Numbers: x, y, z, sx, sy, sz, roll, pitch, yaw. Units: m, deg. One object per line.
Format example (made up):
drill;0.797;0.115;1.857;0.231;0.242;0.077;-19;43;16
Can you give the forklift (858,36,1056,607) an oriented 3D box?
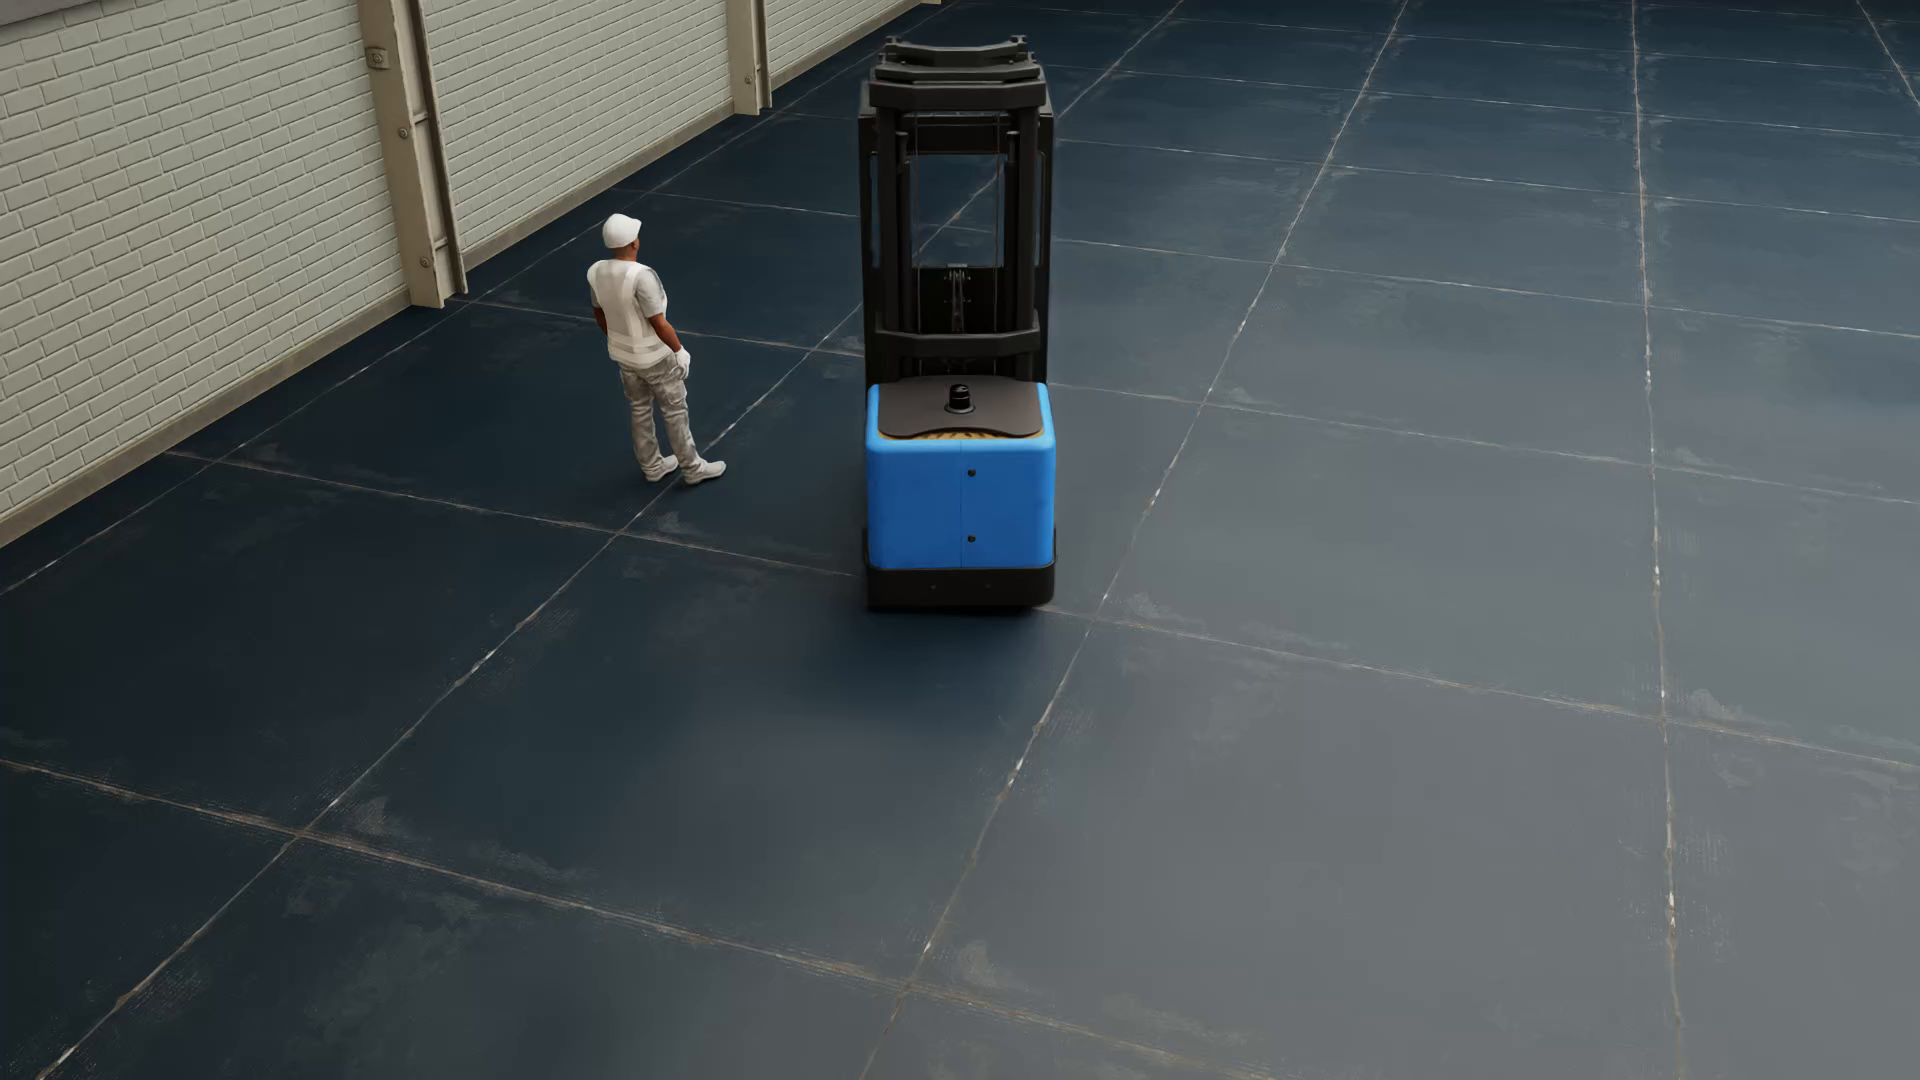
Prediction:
forklift;-0.030;-1.592;9.929;1.130;2.935;3.031;-1;30;-1

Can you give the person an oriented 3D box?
person;-1.922;-1.198;10.384;0.656;1.783;0.574;19;35;30
